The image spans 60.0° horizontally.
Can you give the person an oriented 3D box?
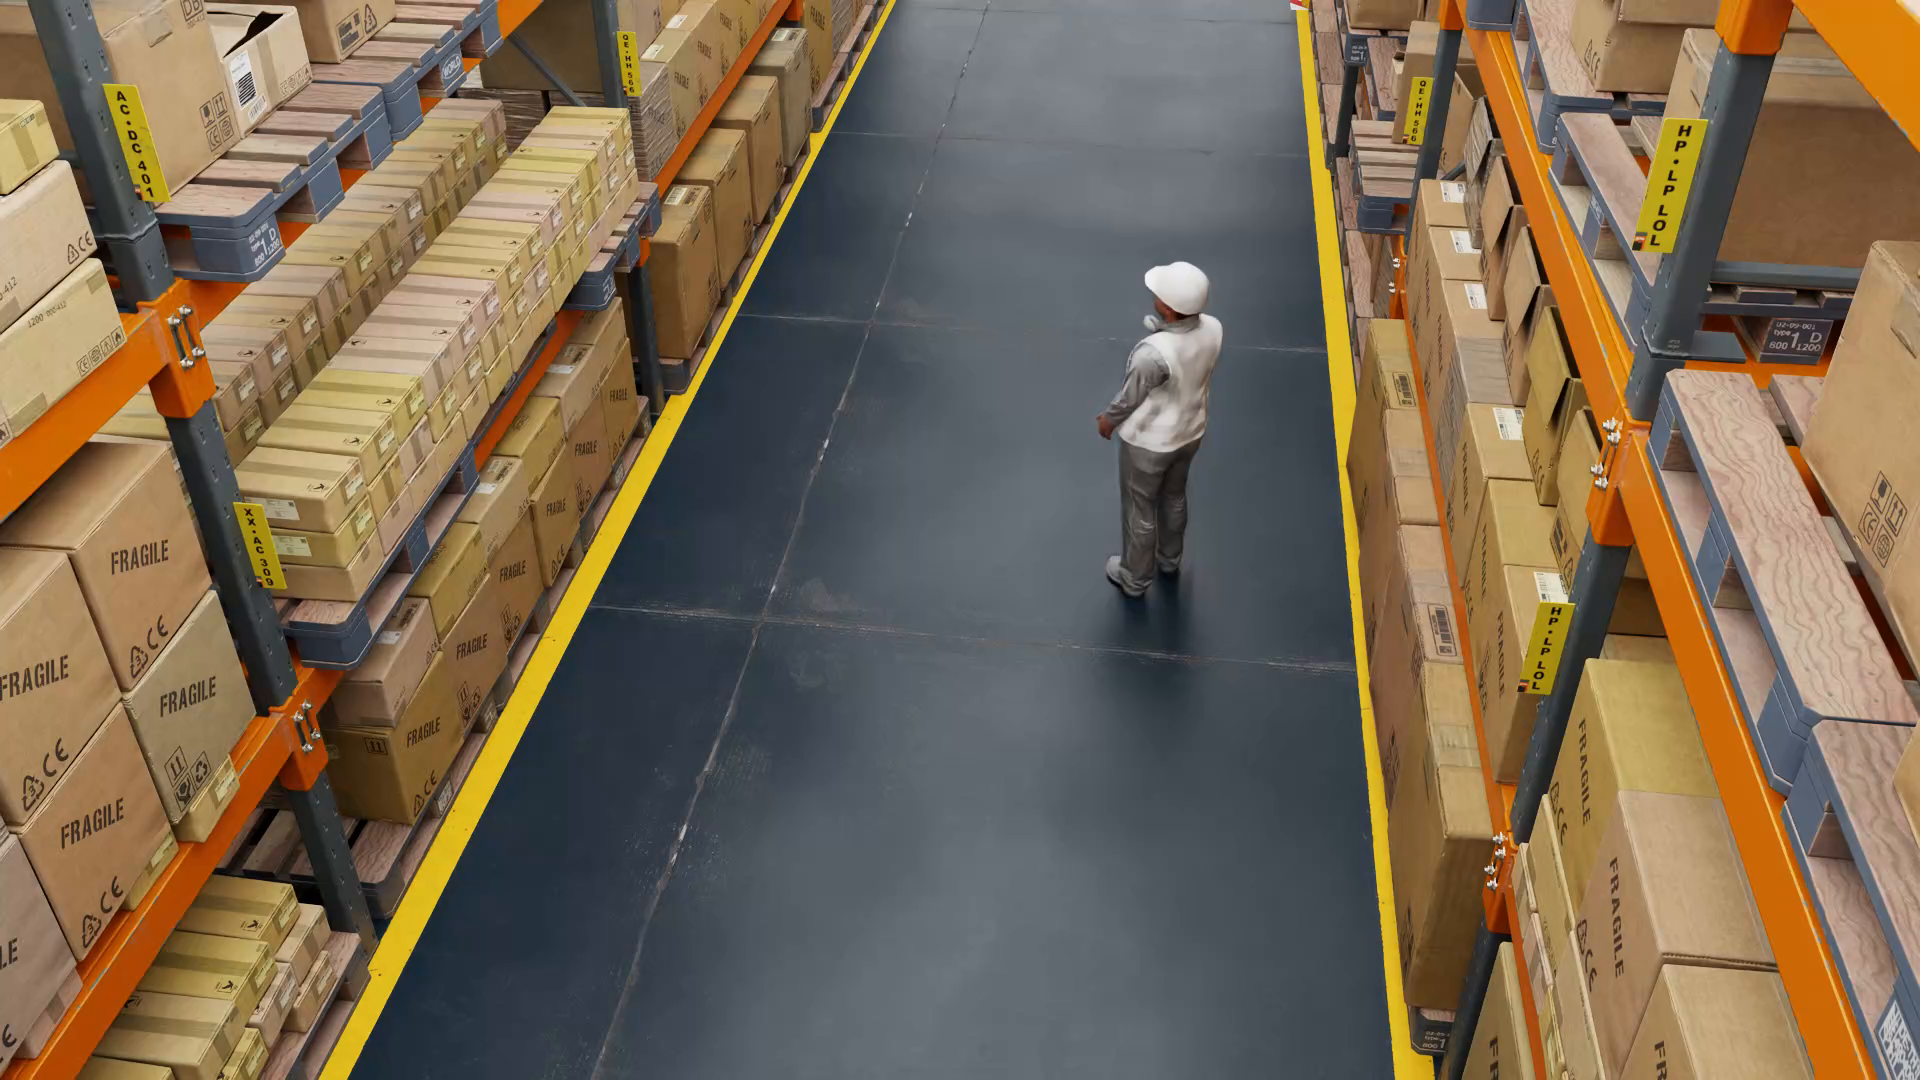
[{"bbox_3d":[0.915,-0.534,7.737,0.586,1.782,0.484,-29,45,-34],"label":"person"}]
